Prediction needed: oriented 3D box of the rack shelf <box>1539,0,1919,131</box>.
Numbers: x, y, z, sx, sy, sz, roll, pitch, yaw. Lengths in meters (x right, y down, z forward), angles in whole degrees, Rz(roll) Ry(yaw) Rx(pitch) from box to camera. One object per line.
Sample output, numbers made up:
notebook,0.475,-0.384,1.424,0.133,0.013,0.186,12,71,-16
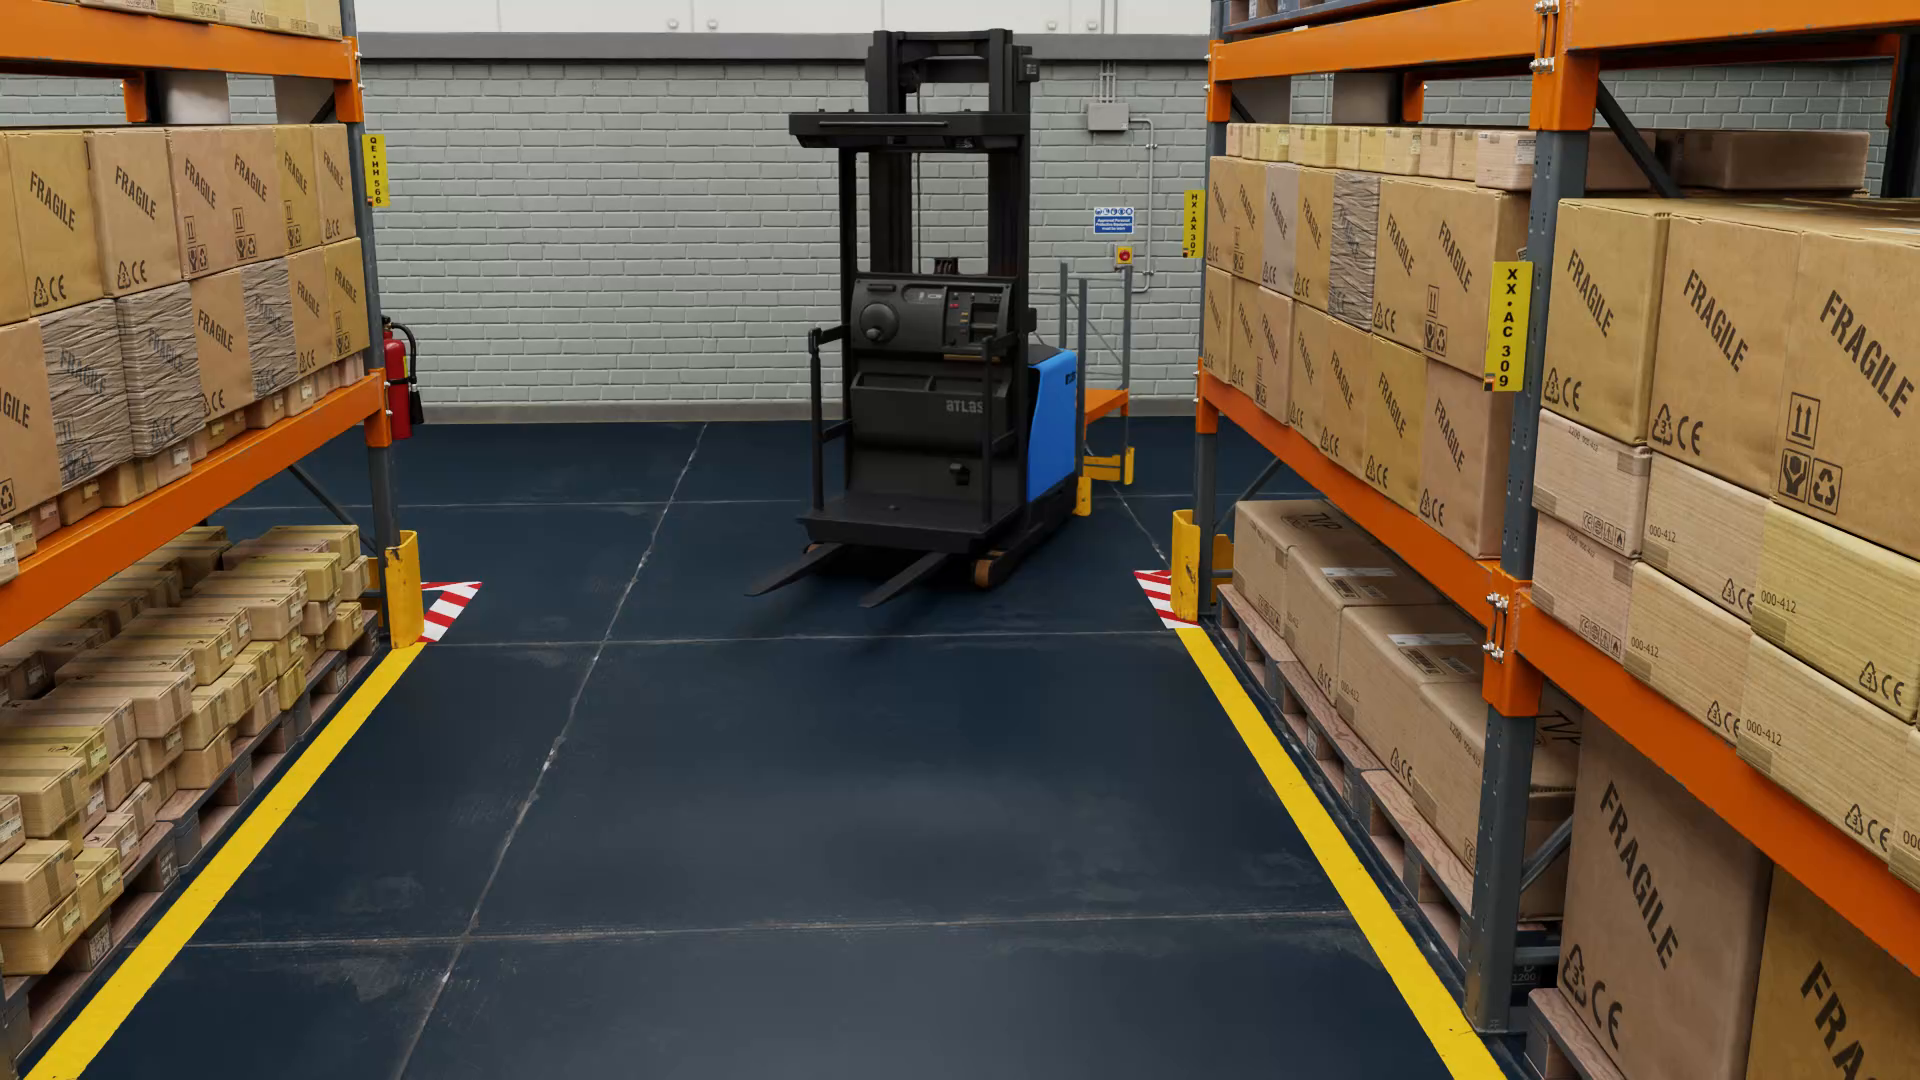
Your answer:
rack shelf,2.062,-0.697,2.138,1.077,0.370,4.000,-1,14,-3

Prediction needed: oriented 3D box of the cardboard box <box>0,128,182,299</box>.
cardboard box,-2.828,-1.035,5.226,0.500,0.500,0.500,-1,14,-3

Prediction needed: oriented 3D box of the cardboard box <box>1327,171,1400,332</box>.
cardboard box,1.569,-0.988,5.640,0.500,0.500,0.500,-1,14,-3

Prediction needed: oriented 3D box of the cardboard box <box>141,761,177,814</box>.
cardboard box,-2.899,0.838,5.629,0.380,0.149,0.250,-2,15,-6

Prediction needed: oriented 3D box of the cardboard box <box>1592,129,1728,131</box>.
cardboard box,2.088,-1.145,4.949,0.380,0.149,0.250,-1,14,-4

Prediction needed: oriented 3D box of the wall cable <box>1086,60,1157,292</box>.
wall cable,1.318,-2.994,13.540,0.585,1.953,0.123,-1,14,-3

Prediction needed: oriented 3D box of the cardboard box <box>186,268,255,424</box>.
cardboard box,-2.871,-0.689,5.888,0.500,0.500,0.500,0,14,-1

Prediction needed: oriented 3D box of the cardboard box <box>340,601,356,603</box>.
cardboard box,-3.003,0.322,7.633,0.380,0.149,0.250,-1,14,-2

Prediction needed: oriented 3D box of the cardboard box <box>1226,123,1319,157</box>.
cardboard box,1.436,-1.839,7.644,0.380,0.149,0.250,-1,14,-2

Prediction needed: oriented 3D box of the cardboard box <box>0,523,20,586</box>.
cardboard box,-2.687,0.058,4.285,0.380,0.149,0.250,0,14,-1

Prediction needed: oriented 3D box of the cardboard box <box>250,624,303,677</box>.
cardboard box,-2.847,0.435,6.598,0.380,0.149,0.250,-1,14,-3

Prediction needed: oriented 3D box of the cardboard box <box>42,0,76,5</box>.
cardboard box,-2.801,-1.612,4.552,0.500,0.250,0.500,-1,14,-4

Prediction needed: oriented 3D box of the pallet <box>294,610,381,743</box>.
pallet,-3.224,0.589,7.313,1.003,0.211,1.213,-1,14,-3

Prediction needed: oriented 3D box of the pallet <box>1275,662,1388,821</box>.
pallet,1.891,0.766,6.624,1.003,0.211,1.213,-1,14,-3

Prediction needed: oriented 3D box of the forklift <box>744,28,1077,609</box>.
forklift,-0.234,-1.267,9.067,1.130,2.935,3.031,5,15,19

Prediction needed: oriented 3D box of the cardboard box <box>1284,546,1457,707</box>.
cardboard box,1.896,0.343,6.972,0.875,0.438,0.875,0,14,-2

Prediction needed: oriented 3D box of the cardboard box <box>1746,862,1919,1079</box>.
cardboard box,2.120,1.113,3.100,0.875,0.875,0.875,0,14,-2

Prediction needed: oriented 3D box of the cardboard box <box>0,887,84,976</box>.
cardboard box,-2.698,1.094,4.634,0.380,0.149,0.250,-2,15,-6

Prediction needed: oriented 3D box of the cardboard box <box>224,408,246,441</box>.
cardboard box,-2.950,-0.463,6.309,0.380,0.149,0.250,-1,15,-6

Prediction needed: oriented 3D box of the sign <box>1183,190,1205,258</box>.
sign,1.136,-1.535,8.076,0.100,0.325,0.005,-1,14,-3

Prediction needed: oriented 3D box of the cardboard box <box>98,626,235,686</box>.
cardboard box,-2.882,0.423,6.047,0.380,0.149,0.250,-1,14,-3

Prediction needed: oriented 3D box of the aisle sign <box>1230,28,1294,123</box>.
aisle sign,1.397,-2.357,7.950,0.394,0.787,0.004,-1,14,-3

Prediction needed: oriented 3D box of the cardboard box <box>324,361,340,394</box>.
cardboard box,-2.963,-0.722,7.317,0.380,0.149,0.250,-1,14,-4

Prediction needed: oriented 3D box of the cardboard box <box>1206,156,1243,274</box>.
cardboard box,1.436,-1.493,7.603,0.500,0.500,0.500,-1,14,-5

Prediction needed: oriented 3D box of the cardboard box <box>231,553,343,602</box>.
cardboard box,-2.857,0.160,7.070,0.380,0.149,0.250,-1,14,-5

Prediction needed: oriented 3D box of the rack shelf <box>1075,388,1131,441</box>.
rack shelf,0.738,-0.857,11.068,0.538,0.185,1.000,6,15,21

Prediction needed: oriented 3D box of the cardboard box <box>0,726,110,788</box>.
cardboard box,-2.833,0.681,5.046,0.380,0.149,0.250,-1,14,-4

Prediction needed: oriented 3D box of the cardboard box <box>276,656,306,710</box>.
cardboard box,-2.849,0.575,6.650,0.380,0.149,0.250,-2,15,-6

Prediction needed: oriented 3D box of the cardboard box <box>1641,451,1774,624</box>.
cardboard box,1.745,-0.016,3.367,0.500,0.250,0.500,-1,14,-3

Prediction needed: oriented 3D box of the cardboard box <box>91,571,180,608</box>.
cardboard box,-3.427,0.234,6.783,0.380,0.149,0.250,-2,15,-6

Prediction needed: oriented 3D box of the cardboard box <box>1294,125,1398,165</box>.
cardboard box,1.502,-1.516,6.389,0.380,0.149,0.250,-1,14,-3

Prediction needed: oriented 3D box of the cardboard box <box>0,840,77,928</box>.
cardboard box,-2.699,0.950,4.596,0.380,0.149,0.250,0,14,-1

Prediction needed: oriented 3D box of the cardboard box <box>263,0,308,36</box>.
cardboard box,-2.913,-2.127,6.555,0.500,0.250,0.500,-1,14,-3

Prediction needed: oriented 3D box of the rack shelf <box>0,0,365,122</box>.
rack shelf,-3.120,-1.590,5.609,1.077,0.370,4.000,-1,14,-3

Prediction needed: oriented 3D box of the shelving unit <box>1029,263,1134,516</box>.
shelving unit,0.741,-1.033,11.032,0.587,1.500,1.083,6,15,21

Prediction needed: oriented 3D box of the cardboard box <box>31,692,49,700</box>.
cardboard box,-3.345,0.644,5.784,0.380,0.149,0.250,-2,15,-6

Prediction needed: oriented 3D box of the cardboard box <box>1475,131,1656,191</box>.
cardboard box,1.602,-1.008,4.416,0.380,0.149,0.250,-1,14,-5

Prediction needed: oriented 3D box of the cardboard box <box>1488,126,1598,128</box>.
cardboard box,2.102,-1.398,5.931,0.380,0.149,0.250,-1,14,-3

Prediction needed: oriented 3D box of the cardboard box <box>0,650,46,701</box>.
cardboard box,-3.432,0.493,5.774,0.380,0.149,0.250,-1,14,-5

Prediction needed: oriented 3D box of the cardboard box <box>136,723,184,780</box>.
cardboard box,-2.863,0.692,5.597,0.380,0.149,0.250,0,14,-1

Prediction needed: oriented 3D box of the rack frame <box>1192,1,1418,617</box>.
rack frame,1.691,-1.084,8.221,1.000,3.000,0.127,-1,14,-3

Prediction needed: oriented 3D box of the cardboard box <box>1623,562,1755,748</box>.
cardboard box,1.736,0.225,3.432,0.500,0.250,0.500,-1,14,-5

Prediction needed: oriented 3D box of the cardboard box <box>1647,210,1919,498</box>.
cardboard box,1.738,-0.382,3.285,0.500,0.500,0.500,-1,14,-4

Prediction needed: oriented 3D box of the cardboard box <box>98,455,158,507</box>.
cardboard box,-2.807,-0.202,5.296,0.380,0.149,0.250,-1,14,-2

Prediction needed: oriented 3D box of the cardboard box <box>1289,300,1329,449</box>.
cardboard box,1.554,-0.633,6.265,0.500,0.500,0.500,0,14,-2

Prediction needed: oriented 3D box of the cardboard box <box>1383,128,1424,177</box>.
cardboard box,1.603,-1.262,5.402,0.380,0.149,0.250,-1,14,-4

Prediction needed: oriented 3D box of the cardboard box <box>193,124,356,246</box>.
cardboard box,-2.967,-1.550,7.225,0.500,0.500,0.500,-1,14,-5
